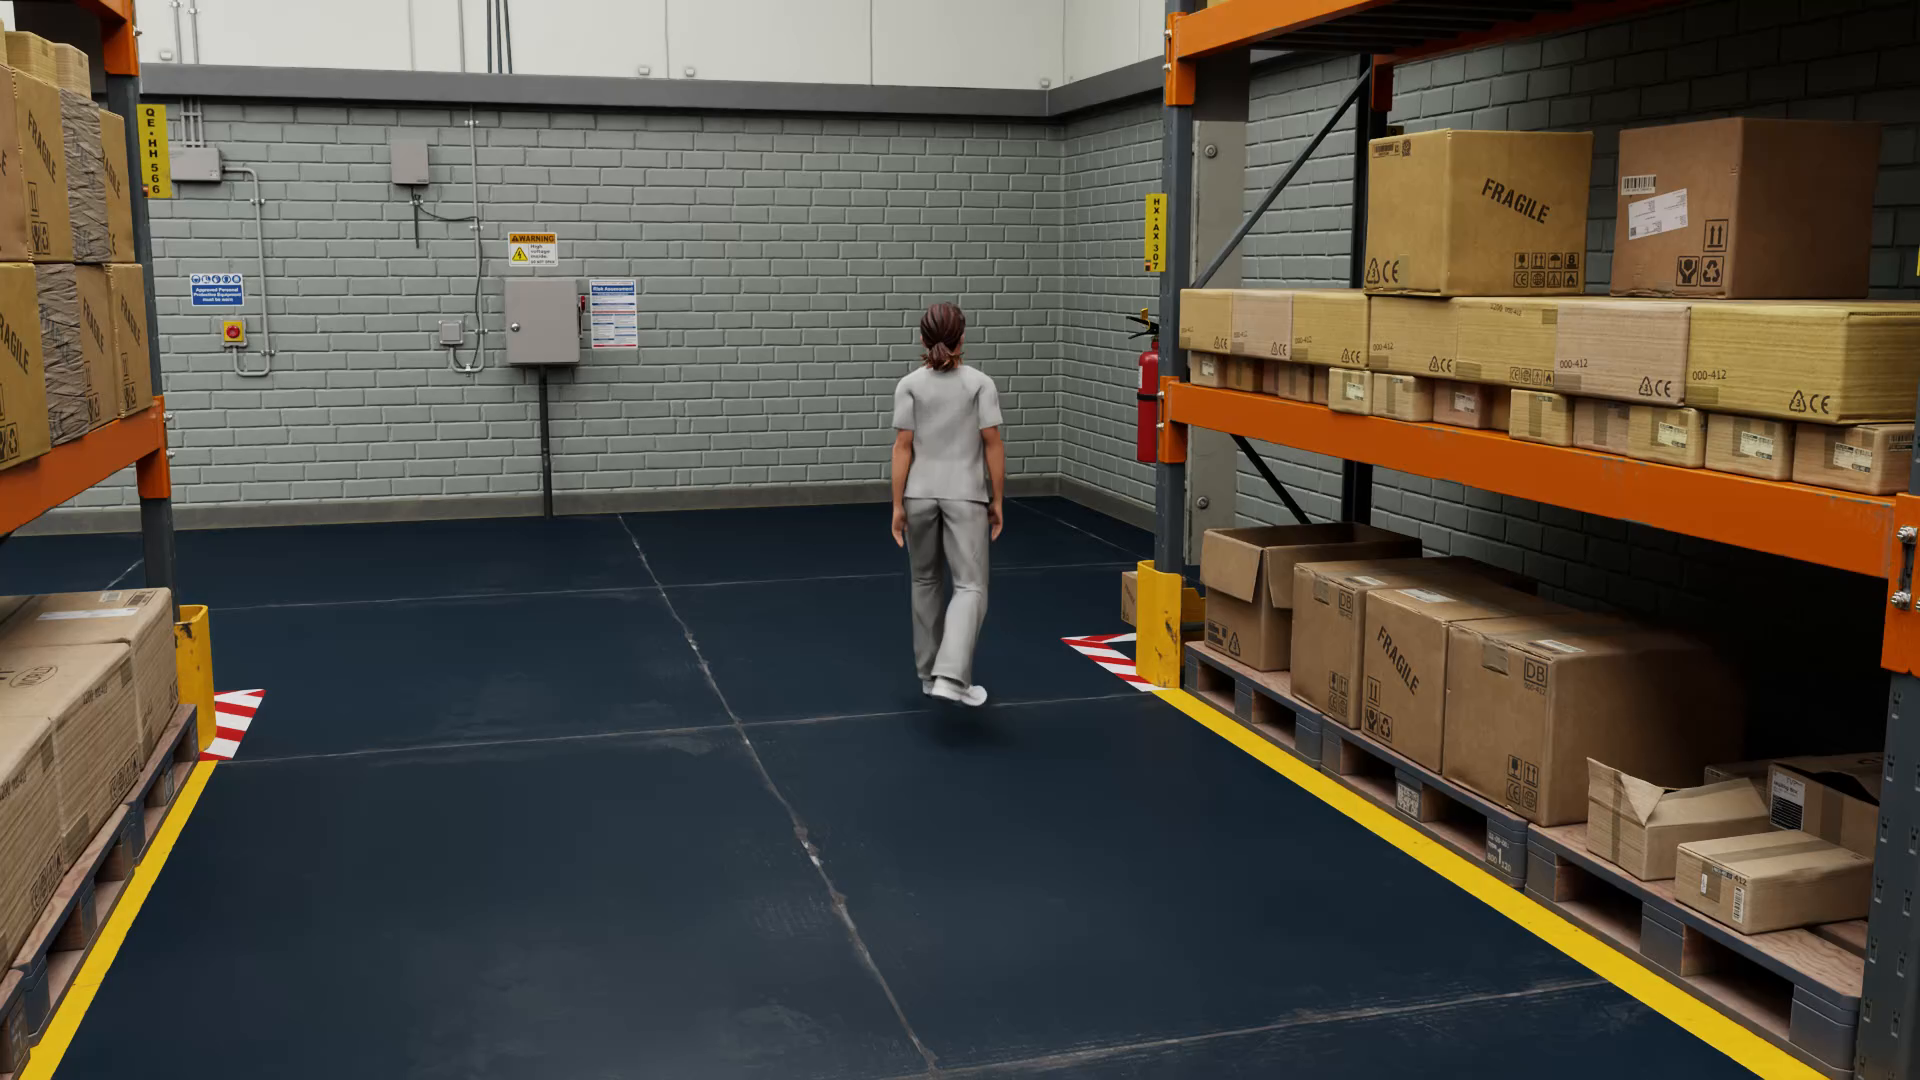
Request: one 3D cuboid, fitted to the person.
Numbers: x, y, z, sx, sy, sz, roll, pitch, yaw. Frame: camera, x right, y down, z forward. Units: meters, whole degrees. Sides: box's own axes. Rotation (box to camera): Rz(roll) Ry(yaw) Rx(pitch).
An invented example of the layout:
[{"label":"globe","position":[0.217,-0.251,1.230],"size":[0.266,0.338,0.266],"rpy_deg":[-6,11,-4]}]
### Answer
[{"label":"person","position":[-0.054,-0.129,6.706],"size":[0.451,1.642,0.890],"rpy_deg":[2,9,10]}]
